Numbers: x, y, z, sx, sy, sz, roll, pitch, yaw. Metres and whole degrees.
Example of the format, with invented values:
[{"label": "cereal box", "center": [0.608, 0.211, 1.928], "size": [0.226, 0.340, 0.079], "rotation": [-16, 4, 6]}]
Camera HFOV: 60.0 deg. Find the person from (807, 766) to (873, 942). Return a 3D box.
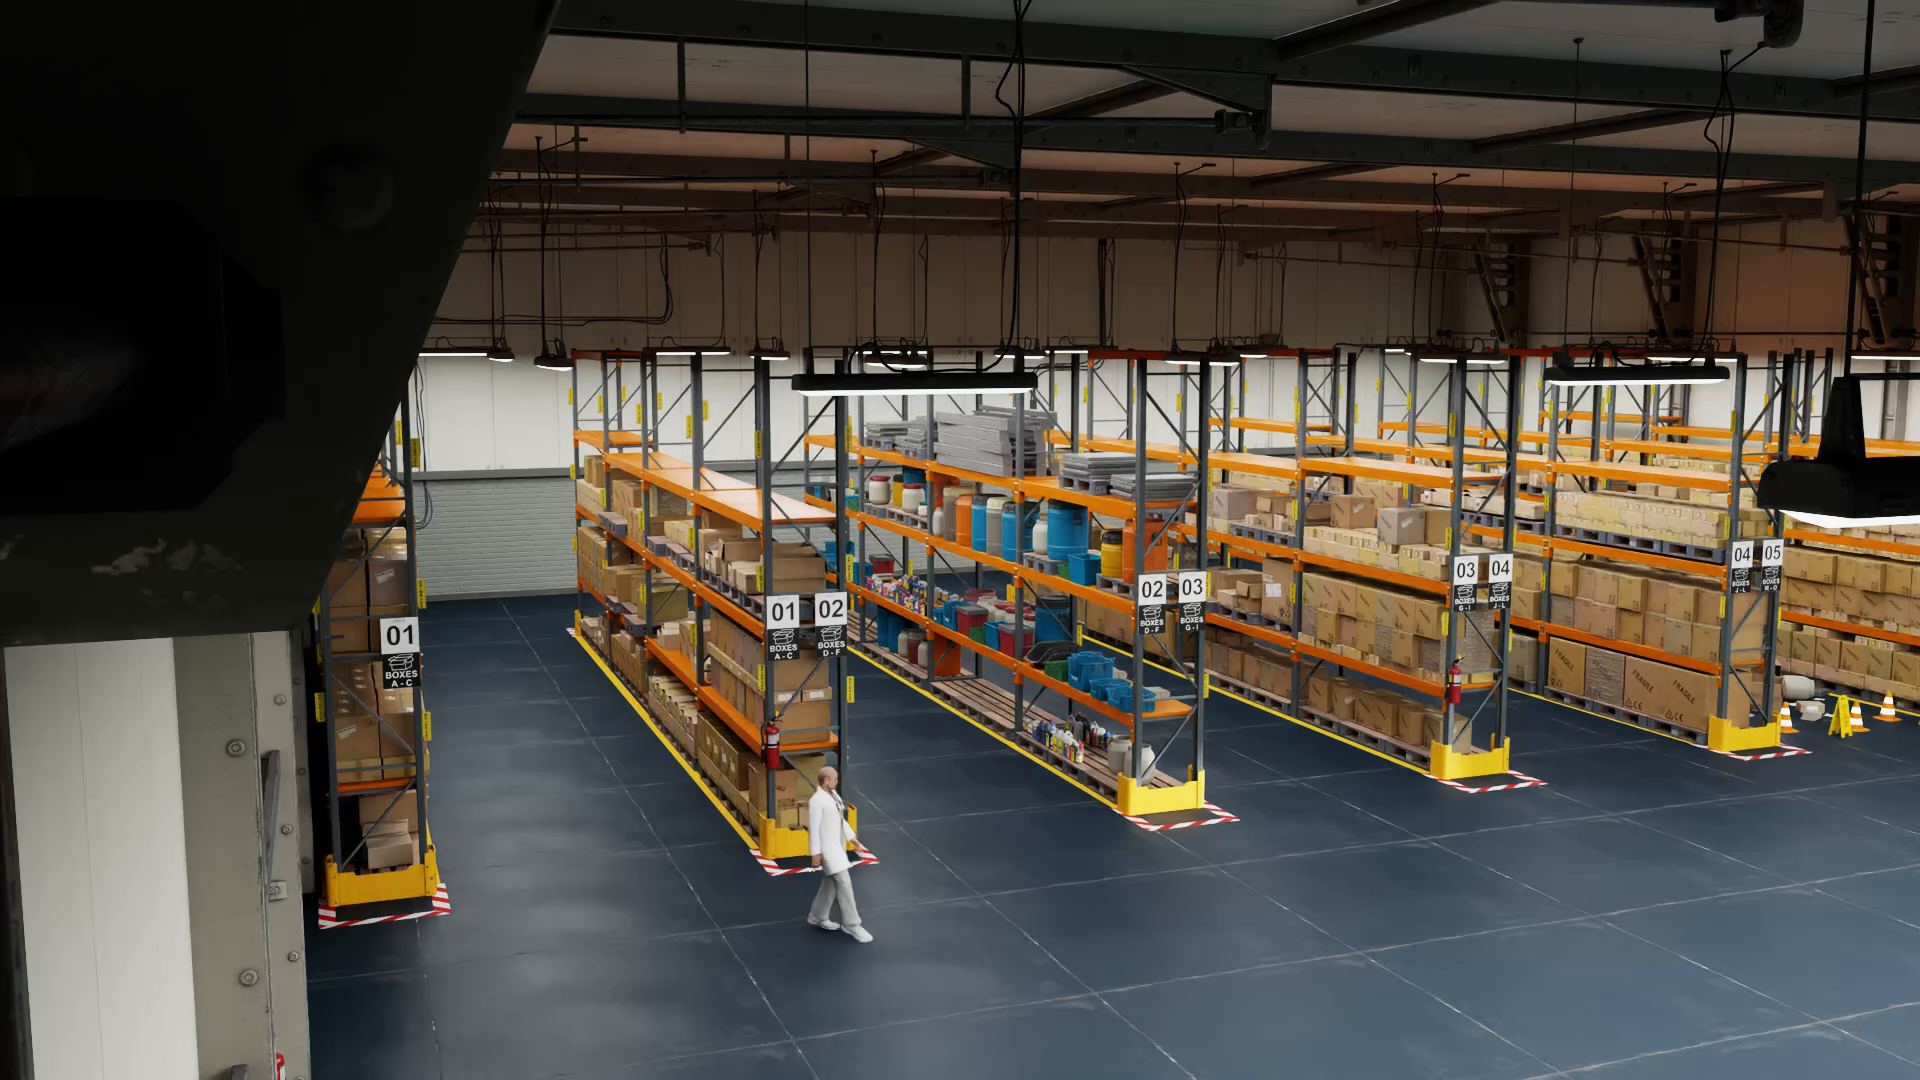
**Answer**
[{"label": "person", "center": [-1.262, 3.289, 17.574], "size": [0.817, 1.796, 0.604], "rotation": [2, 7, 14]}]
